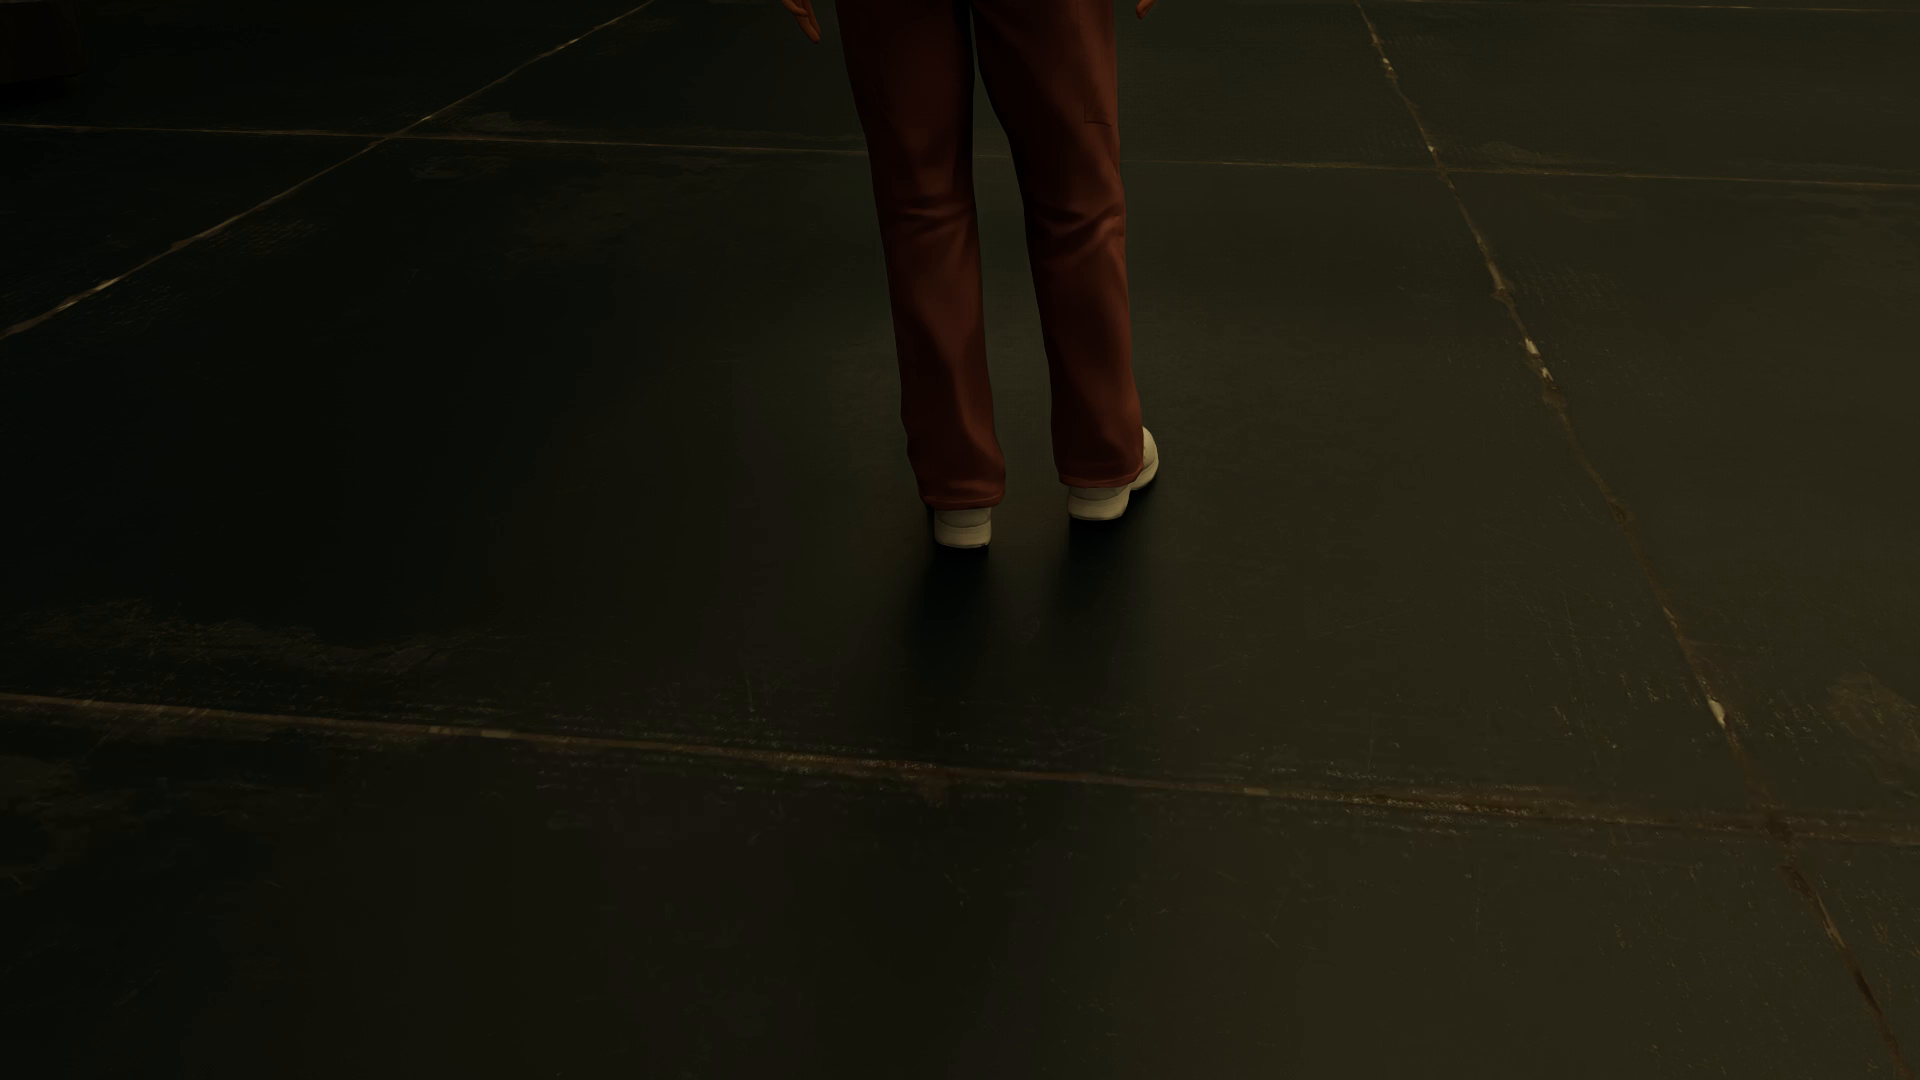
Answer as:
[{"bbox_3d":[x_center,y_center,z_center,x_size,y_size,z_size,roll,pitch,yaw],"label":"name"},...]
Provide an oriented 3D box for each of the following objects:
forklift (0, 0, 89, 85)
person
[{"bbox_3d":[-4.251,-3.054,5.338,3.031,2.935,1.130,22,34,37],"label":"forklift"},{"bbox_3d":[0.022,-0.789,2.187,0.553,1.673,0.548,3,27,7],"label":"person"}]
